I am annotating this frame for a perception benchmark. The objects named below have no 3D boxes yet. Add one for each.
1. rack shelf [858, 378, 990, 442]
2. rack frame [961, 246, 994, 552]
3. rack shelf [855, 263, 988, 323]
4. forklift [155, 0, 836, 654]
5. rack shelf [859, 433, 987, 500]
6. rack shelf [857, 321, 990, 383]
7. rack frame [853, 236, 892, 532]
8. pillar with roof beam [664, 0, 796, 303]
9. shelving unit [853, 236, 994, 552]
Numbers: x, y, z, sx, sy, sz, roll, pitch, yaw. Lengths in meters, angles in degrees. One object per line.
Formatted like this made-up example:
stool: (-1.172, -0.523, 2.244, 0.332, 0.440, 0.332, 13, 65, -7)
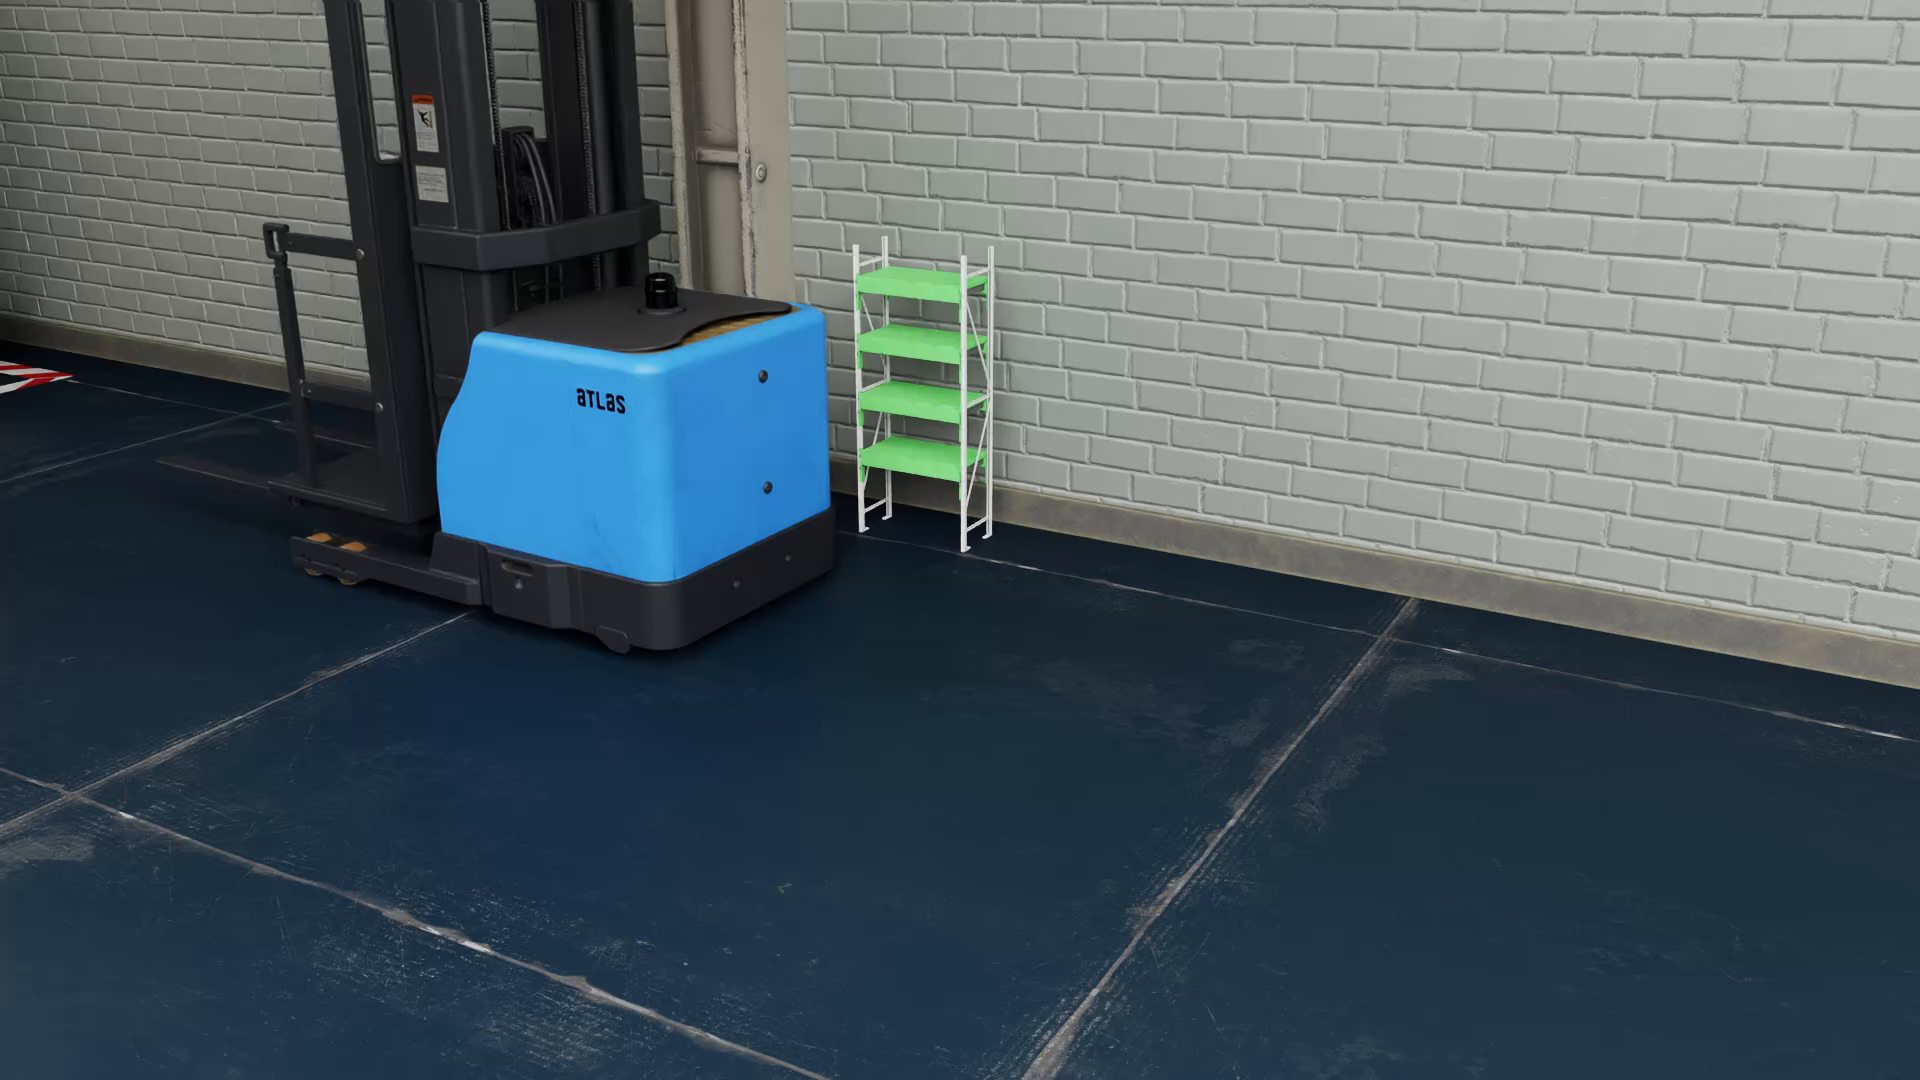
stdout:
rack shelf: (-0.145, -0.531, 6.758, 0.480, 0.148, 0.258, 11, 23, 27)
rack frame: (0.068, -0.551, 6.624, 0.015, 1.200, 0.240, 11, 23, 27)
rack shelf: (-0.145, -0.983, 6.594, 0.480, 0.148, 0.258, 11, 23, 27)
forklift: (-2.002, -1.343, 6.270, 3.031, 2.935, 1.130, 12, 23, 29)
rack shelf: (-0.145, -0.306, 6.840, 0.480, 0.148, 0.258, 11, 23, 27)
rack shelf: (-0.145, -0.757, 6.676, 0.480, 0.148, 0.258, 11, 23, 27)
rack frame: (-0.358, -0.632, 6.848, 0.015, 1.200, 0.240, 11, 23, 27)
pillar with roof beam: (-3.065, -3.196, 2.480, 0.400, 9.000, 9.100, 11, 23, 27)
shelving unit: (-0.145, -0.592, 6.736, 0.503, 1.200, 0.258, 11, 23, 27)
